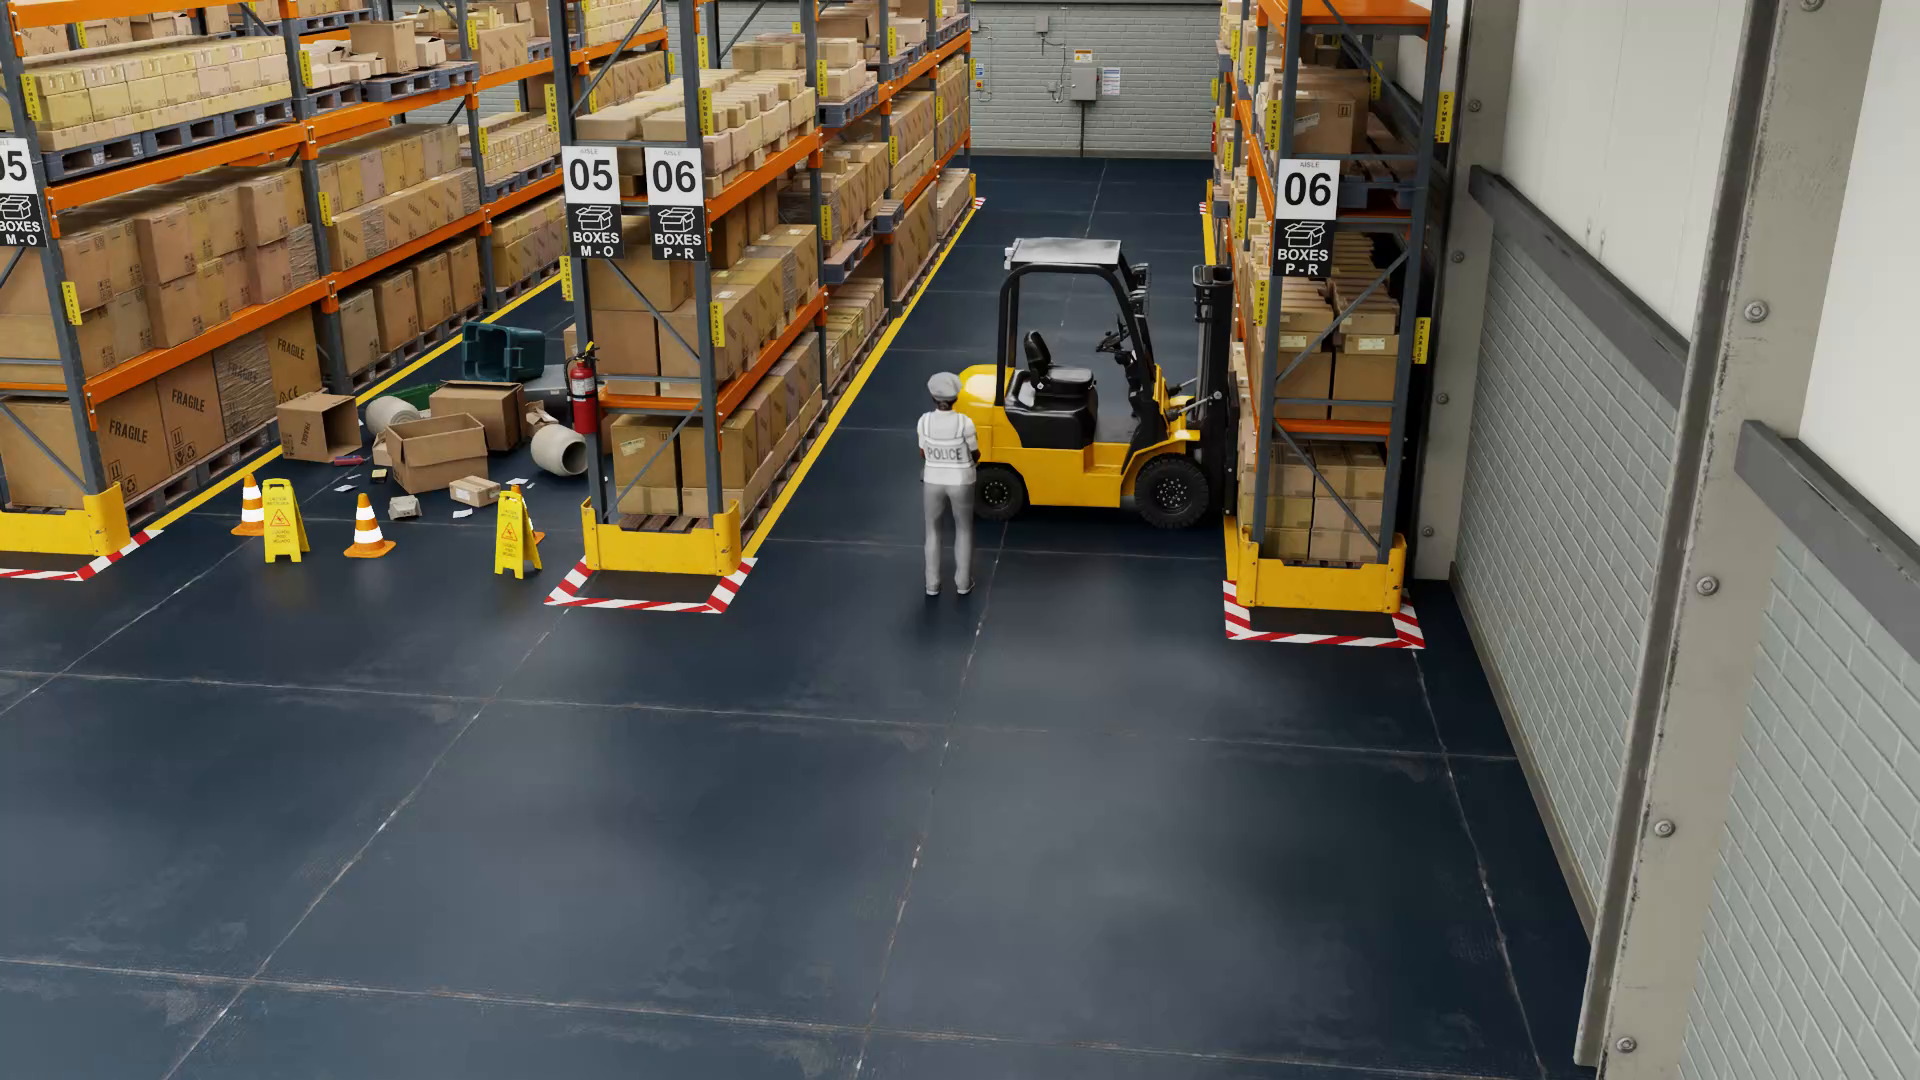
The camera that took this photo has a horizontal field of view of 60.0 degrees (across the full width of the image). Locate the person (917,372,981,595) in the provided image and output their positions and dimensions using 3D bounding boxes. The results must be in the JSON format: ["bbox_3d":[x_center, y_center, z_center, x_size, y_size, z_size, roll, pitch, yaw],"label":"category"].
[{"bbox_3d":[-0.069,-0.425,12.143,0.451,1.688,0.527,3,21,7],"label":"person"}]
